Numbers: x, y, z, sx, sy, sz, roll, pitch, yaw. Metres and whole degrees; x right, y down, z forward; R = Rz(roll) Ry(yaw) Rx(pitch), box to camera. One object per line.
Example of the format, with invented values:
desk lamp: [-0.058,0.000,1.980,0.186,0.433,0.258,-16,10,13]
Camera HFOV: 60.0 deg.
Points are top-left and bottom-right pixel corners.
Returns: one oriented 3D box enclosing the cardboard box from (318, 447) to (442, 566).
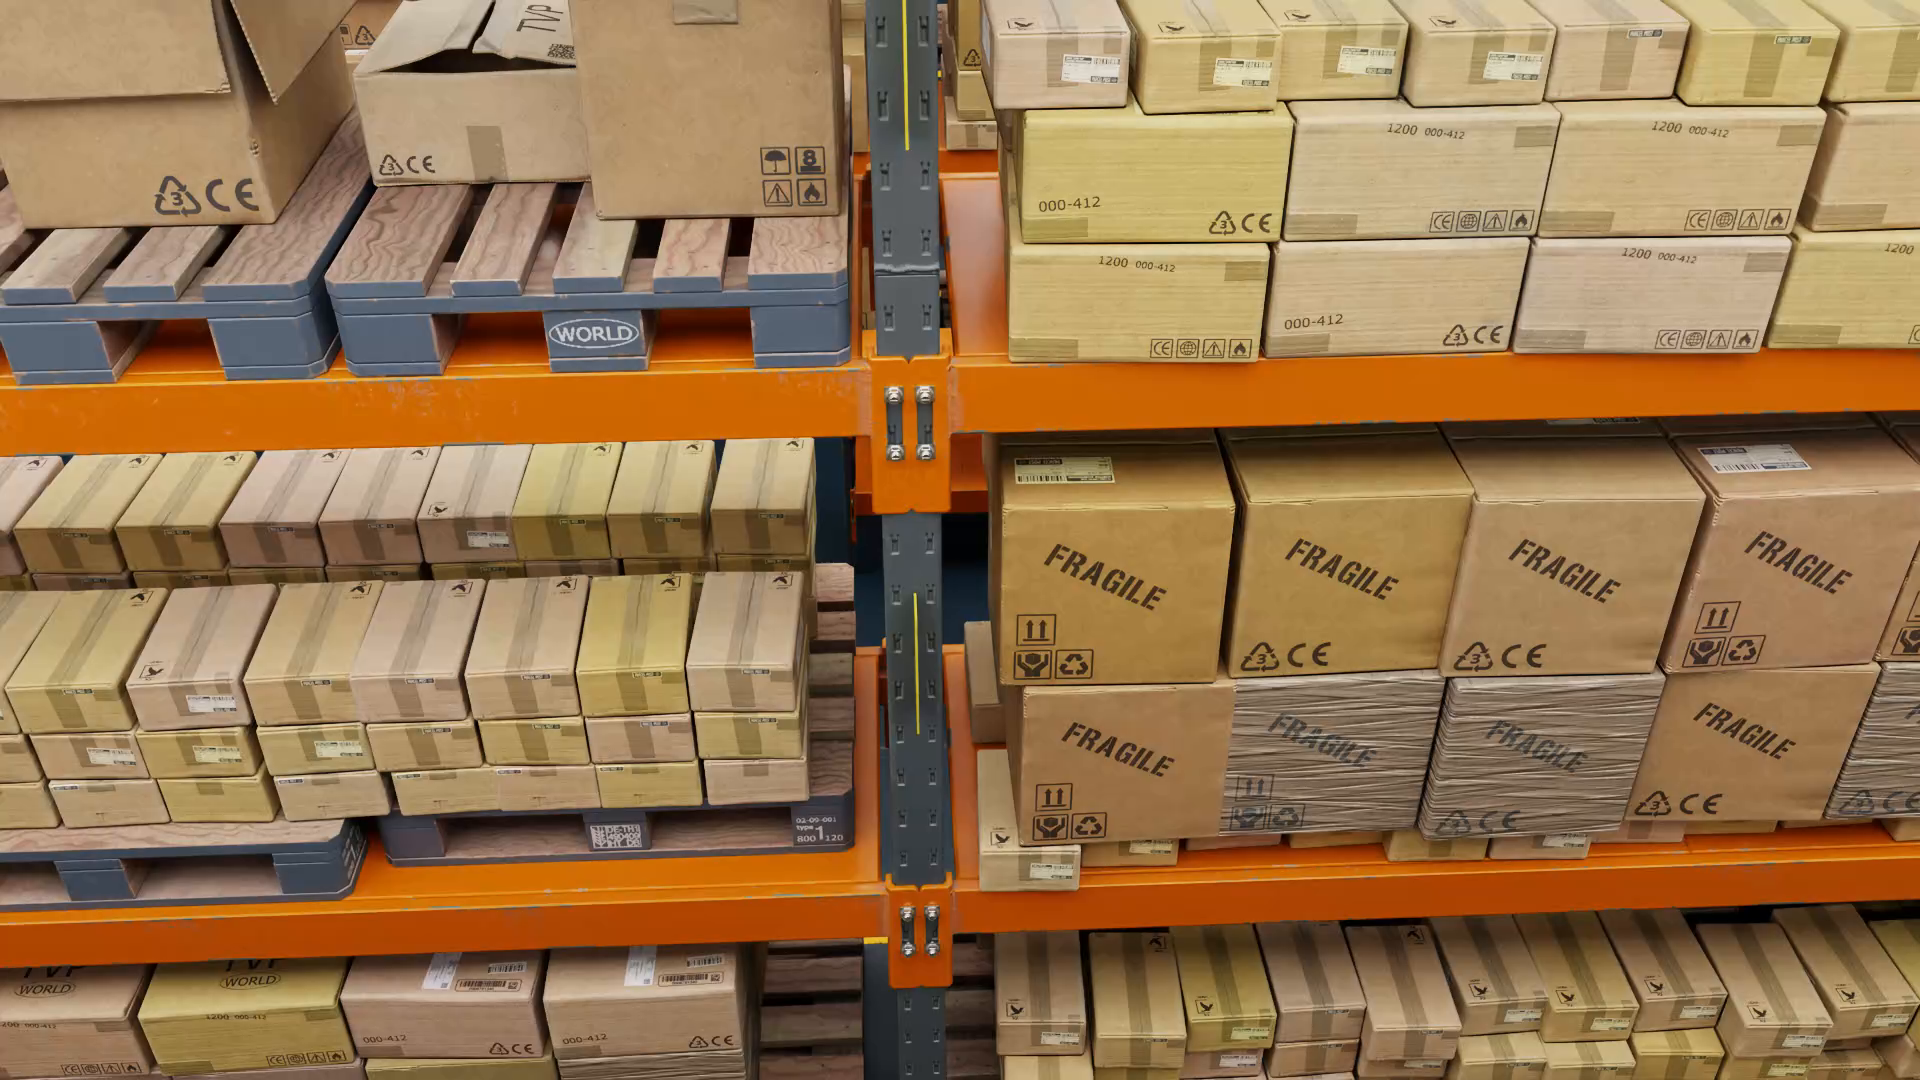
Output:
cardboard box: [-1.581,-0.098,4.585,0.250,0.149,0.380,-2,35,-3]

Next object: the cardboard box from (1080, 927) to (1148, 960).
cardboard box: [0.513,1.273,5.410,0.250,0.149,0.380,-1,35,-1]

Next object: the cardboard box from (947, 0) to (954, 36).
cardboard box: [0.186,-2.918,8.542,0.500,0.500,0.500,-1,35,-1]

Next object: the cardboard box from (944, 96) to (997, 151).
cardboard box: [0.051,-2.100,8.370,0.250,0.149,0.380,-1,35,-2]

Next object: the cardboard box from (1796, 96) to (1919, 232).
cardboard box: [1.894,-0.857,3.409,0.500,0.250,0.500,-3,35,-4]

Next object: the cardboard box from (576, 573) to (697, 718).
cardboard box: [-0.786,0.253,4.078,0.250,0.149,0.380,-3,35,-4]

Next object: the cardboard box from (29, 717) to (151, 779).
cardboard box: [-2.074,0.410,4.113,0.250,0.149,0.380,0,35,0]

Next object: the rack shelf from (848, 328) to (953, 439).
rack shelf: [0.007,-0.703,7.264,1.000,0.278,0.538,-2,35,-2]

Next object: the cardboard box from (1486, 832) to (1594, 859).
cardboard box: [1.485,0.656,4.387,0.250,0.149,0.380,0,35,0]

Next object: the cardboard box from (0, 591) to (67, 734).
cardboard box: [-2.338,0.293,4.020,0.250,0.149,0.380,-1,35,-1]

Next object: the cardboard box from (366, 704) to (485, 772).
cardboard box: [-1.298,0.391,4.139,0.250,0.149,0.380,-3,35,-4]

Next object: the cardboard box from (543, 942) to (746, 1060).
cardboard box: [-0.858,1.148,4.624,0.500,0.250,0.500,-2,35,-3]

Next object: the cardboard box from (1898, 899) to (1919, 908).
cardboard box: [3.060,0.981,5.309,0.250,0.149,0.380,-1,35,-1]

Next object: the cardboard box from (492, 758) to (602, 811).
cardboard box: [-1.022,0.504,4.237,0.250,0.149,0.380,-2,35,-2]

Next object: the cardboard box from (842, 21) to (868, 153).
cardboard box: [-0.714,-2.258,8.289,0.500,0.500,0.500,-1,35,-2]

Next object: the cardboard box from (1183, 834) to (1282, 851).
cardboard box: [0.691,0.633,4.420,0.250,0.149,0.380,-3,35,-4]

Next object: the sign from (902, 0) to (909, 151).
sign: [-0.096,-0.855,2.914,0.005,0.325,0.100,-2,35,-2]

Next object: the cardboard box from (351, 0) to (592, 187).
cardboard box: [-1.015,-1.028,3.672,0.500,0.311,0.500,-2,35,-3]

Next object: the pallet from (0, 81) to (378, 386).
pallet: [-1.784,-0.733,3.702,1.003,0.211,1.213,-2,35,-2]

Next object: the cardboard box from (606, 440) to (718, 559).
cardboard box: [-0.820,-0.116,4.611,0.250,0.149,0.380,-1,35,-1]

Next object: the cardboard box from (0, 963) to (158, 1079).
cardboard box: [-2.420,1.191,4.561,0.500,0.250,0.500,-1,35,-2]

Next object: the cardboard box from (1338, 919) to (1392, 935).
cardboard box: [1.219,1.125,5.363,0.250,0.149,0.380,-1,35,-1]

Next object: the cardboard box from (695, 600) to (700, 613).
cardboard box: [-0.818,0.128,4.781,0.250,0.149,0.380,-1,35,-1]

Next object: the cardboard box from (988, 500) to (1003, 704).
cardboard box: [0.343,0.100,4.620,0.500,0.500,0.500,-1,35,-2]

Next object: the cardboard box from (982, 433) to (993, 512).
cardboard box: [0.330,-0.304,4.325,0.500,0.500,0.500,-3,35,-4]

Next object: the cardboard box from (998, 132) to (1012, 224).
cardboard box: [0.351,-0.901,3.912,0.500,0.250,0.500,-1,35,-1]

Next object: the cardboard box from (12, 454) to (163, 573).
cardboard box: [-2.362,-0.076,4.553,0.250,0.149,0.380,0,35,0]

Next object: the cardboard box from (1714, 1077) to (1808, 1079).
cardboard box: [2.335,1.541,5.023,0.250,0.149,0.380,-3,35,-4]

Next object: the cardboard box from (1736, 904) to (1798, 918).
cardboard box: [2.556,1.053,5.468,0.250,0.149,0.380,-1,35,-1]

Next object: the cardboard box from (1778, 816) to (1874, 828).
cardboard box: [2.266,0.587,4.487,0.250,0.149,0.380,-3,35,-4]

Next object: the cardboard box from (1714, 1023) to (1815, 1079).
cardboard box: [2.320,1.420,4.937,0.250,0.149,0.380,-1,35,-2]

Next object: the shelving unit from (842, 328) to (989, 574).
shelving unit: [0.007,-0.463,7.430,1.048,1.125,0.538,-2,35,-2]

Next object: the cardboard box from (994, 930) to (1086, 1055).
cardboard box: [0.228,1.301,4.848,0.250,0.149,0.380,0,35,0]

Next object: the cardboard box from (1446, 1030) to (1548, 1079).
cardboard box: [1.542,1.432,4.920,0.250,0.149,0.380,-2,35,-3]

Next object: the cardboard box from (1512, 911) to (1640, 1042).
cardboard box: [1.790,1.273,4.888,0.250,0.149,0.380,-1,35,-2]

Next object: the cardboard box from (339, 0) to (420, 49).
cardboard box: [-2.873,-2.757,8.129,0.637,0.503,0.797,-1,35,-1]

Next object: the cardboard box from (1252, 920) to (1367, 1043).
cardboard box: [1.015,1.272,4.889,0.250,0.149,0.380,-2,35,-3]

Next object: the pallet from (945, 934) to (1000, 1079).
pallet: [0.543,1.546,5.331,1.213,0.211,1.003,-2,35,-2]

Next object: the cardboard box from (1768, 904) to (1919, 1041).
cardboard box: [2.584,1.267,4.896,0.250,0.149,0.380,-3,35,-4]

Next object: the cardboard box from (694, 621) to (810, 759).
cardboard box: [-0.514,0.369,4.172,0.250,0.149,0.380,-1,35,-1]

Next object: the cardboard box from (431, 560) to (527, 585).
cardboard box: [-1.318,0.018,4.679,0.250,0.149,0.380,-3,35,-4]

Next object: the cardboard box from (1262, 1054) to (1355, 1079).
cardboard box: [1.015,1.531,5.038,0.250,0.149,0.380,-2,35,-3]

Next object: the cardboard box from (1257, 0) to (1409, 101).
cardboard box: [0.697,-1.001,3.267,0.250,0.149,0.380,-2,35,-3]

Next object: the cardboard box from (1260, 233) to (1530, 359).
cardboard box: [0.849,-0.615,3.499,0.500,0.250,0.500,-2,35,-3]

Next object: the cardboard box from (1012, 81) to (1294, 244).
cardboard box: [0.366,-0.816,3.351,0.500,0.250,0.500,0,35,-1]

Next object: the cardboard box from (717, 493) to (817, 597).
cardboard box: [-0.542,-0.005,4.712,0.250,0.149,0.380,-1,35,-1]

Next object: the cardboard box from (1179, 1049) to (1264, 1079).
cardboard box: [0.741,1.402,4.963,0.250,0.149,0.380,-2,35,-2]

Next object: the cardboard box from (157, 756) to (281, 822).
cardboard box: [-1.815,0.528,4.203,0.250,0.149,0.380,0,35,0]

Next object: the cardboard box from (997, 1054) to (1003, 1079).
cardboard box: [0.253,1.610,4.924,0.250,0.149,0.380,-3,35,-4]

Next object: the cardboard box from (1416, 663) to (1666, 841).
cardboard box: [1.379,0.393,4.196,0.500,0.500,0.500,-2,35,-3]

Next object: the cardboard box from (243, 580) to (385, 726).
cardboard box: [-1.552,0.271,4.052,0.250,0.149,0.380,-3,35,-4]

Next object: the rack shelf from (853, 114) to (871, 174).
rack shelf: [-2.258,-2.035,8.687,4.000,0.370,1.077,-2,35,-2]

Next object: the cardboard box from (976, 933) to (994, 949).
cardboard box: [0.173,1.126,5.363,0.250,0.149,0.380,-1,35,-1]

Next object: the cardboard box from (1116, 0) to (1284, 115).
cardboard box: [0.449,-0.962,3.211,0.250,0.149,0.380,-3,35,-4]

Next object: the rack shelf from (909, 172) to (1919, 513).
rack shelf: [1.872,-0.554,3.911,4.000,0.370,1.077,-2,35,-2]

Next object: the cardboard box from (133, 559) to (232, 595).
cardboard box: [-2.104,0.038,4.649,0.250,0.149,0.380,-2,35,-3]

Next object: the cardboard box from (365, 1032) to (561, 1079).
cardboard box: [-1.366,1.469,4.818,0.500,0.500,0.500,-2,35,-3]

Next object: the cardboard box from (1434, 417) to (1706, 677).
cardboard box: [1.358,-0.029,3.929,0.500,0.500,0.500,-1,35,-1]

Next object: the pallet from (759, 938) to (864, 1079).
pallet: [-0.904,1.606,5.244,1.213,0.211,1.003,-2,35,-2]
